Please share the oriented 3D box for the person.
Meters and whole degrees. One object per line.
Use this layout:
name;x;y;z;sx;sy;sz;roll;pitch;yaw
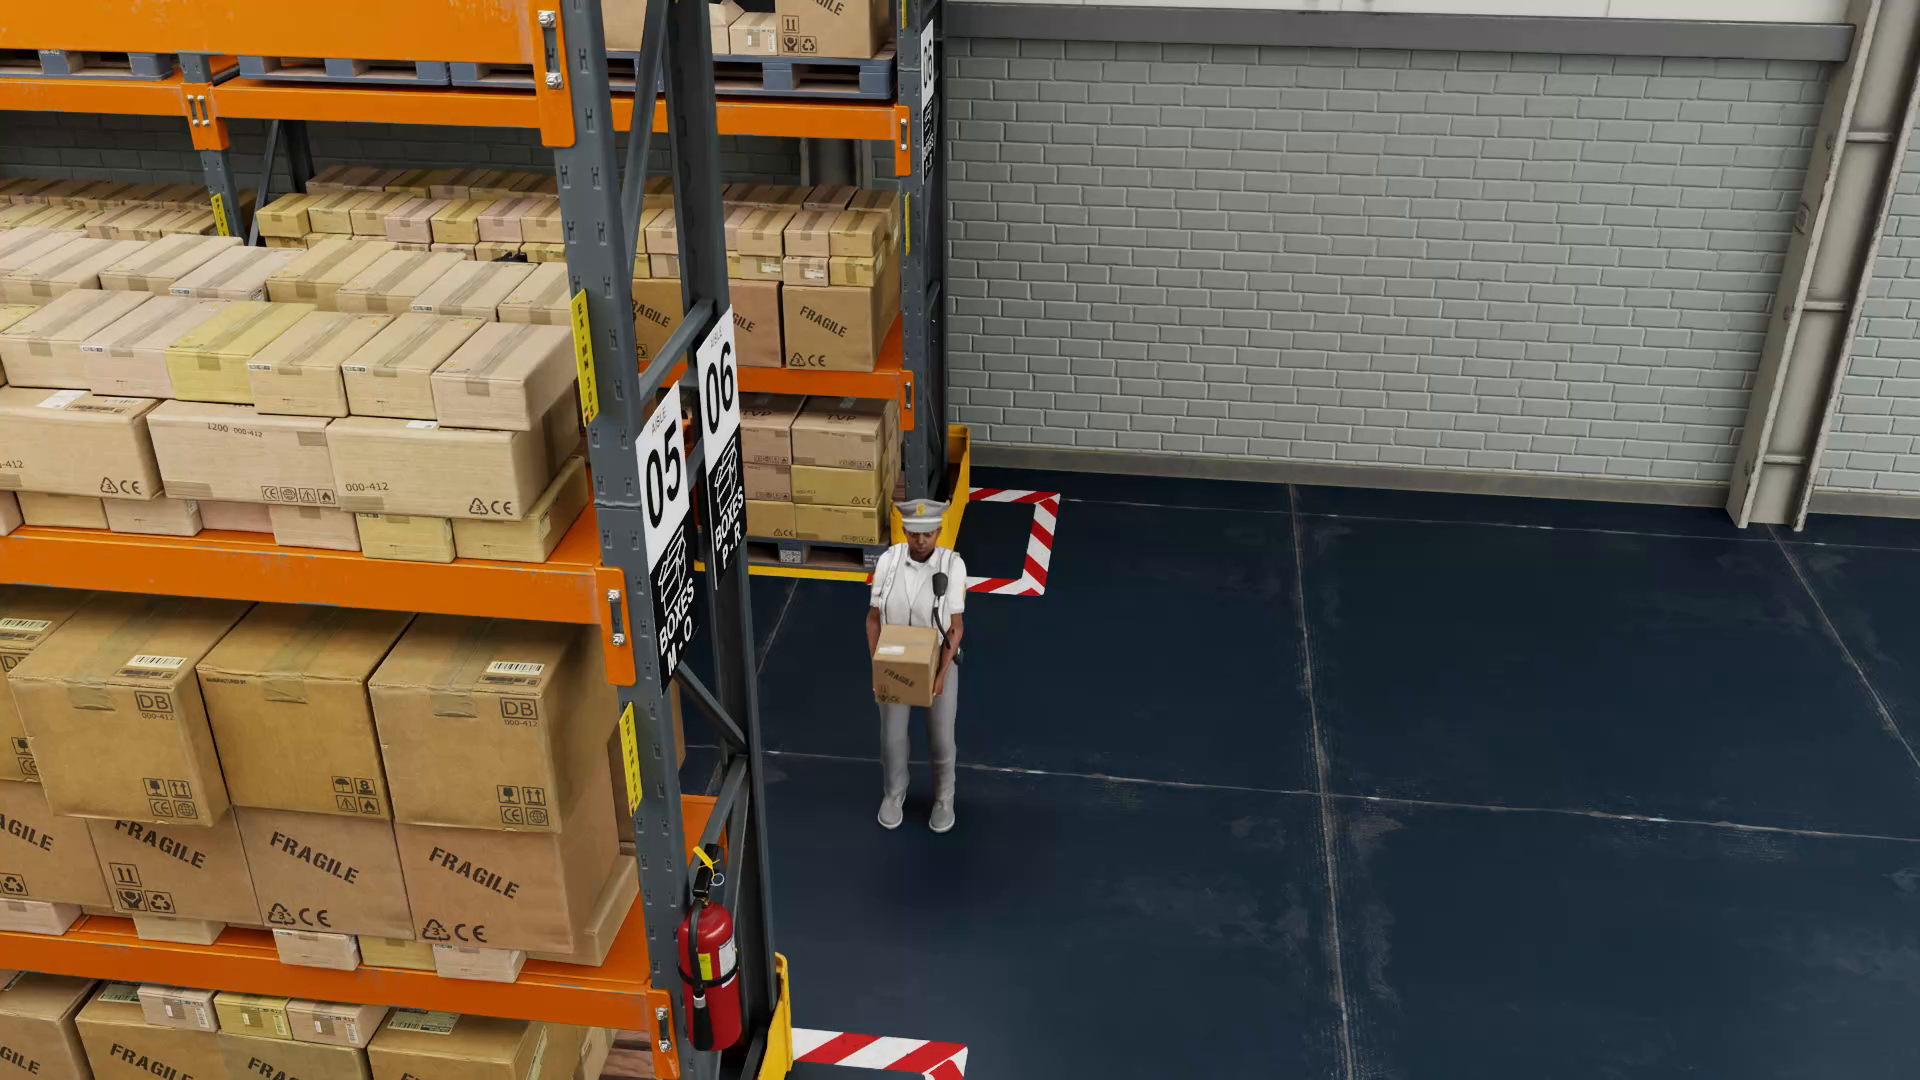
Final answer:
person;-0.207;0.602;7.595;0.451;1.687;0.537;4;29;7
